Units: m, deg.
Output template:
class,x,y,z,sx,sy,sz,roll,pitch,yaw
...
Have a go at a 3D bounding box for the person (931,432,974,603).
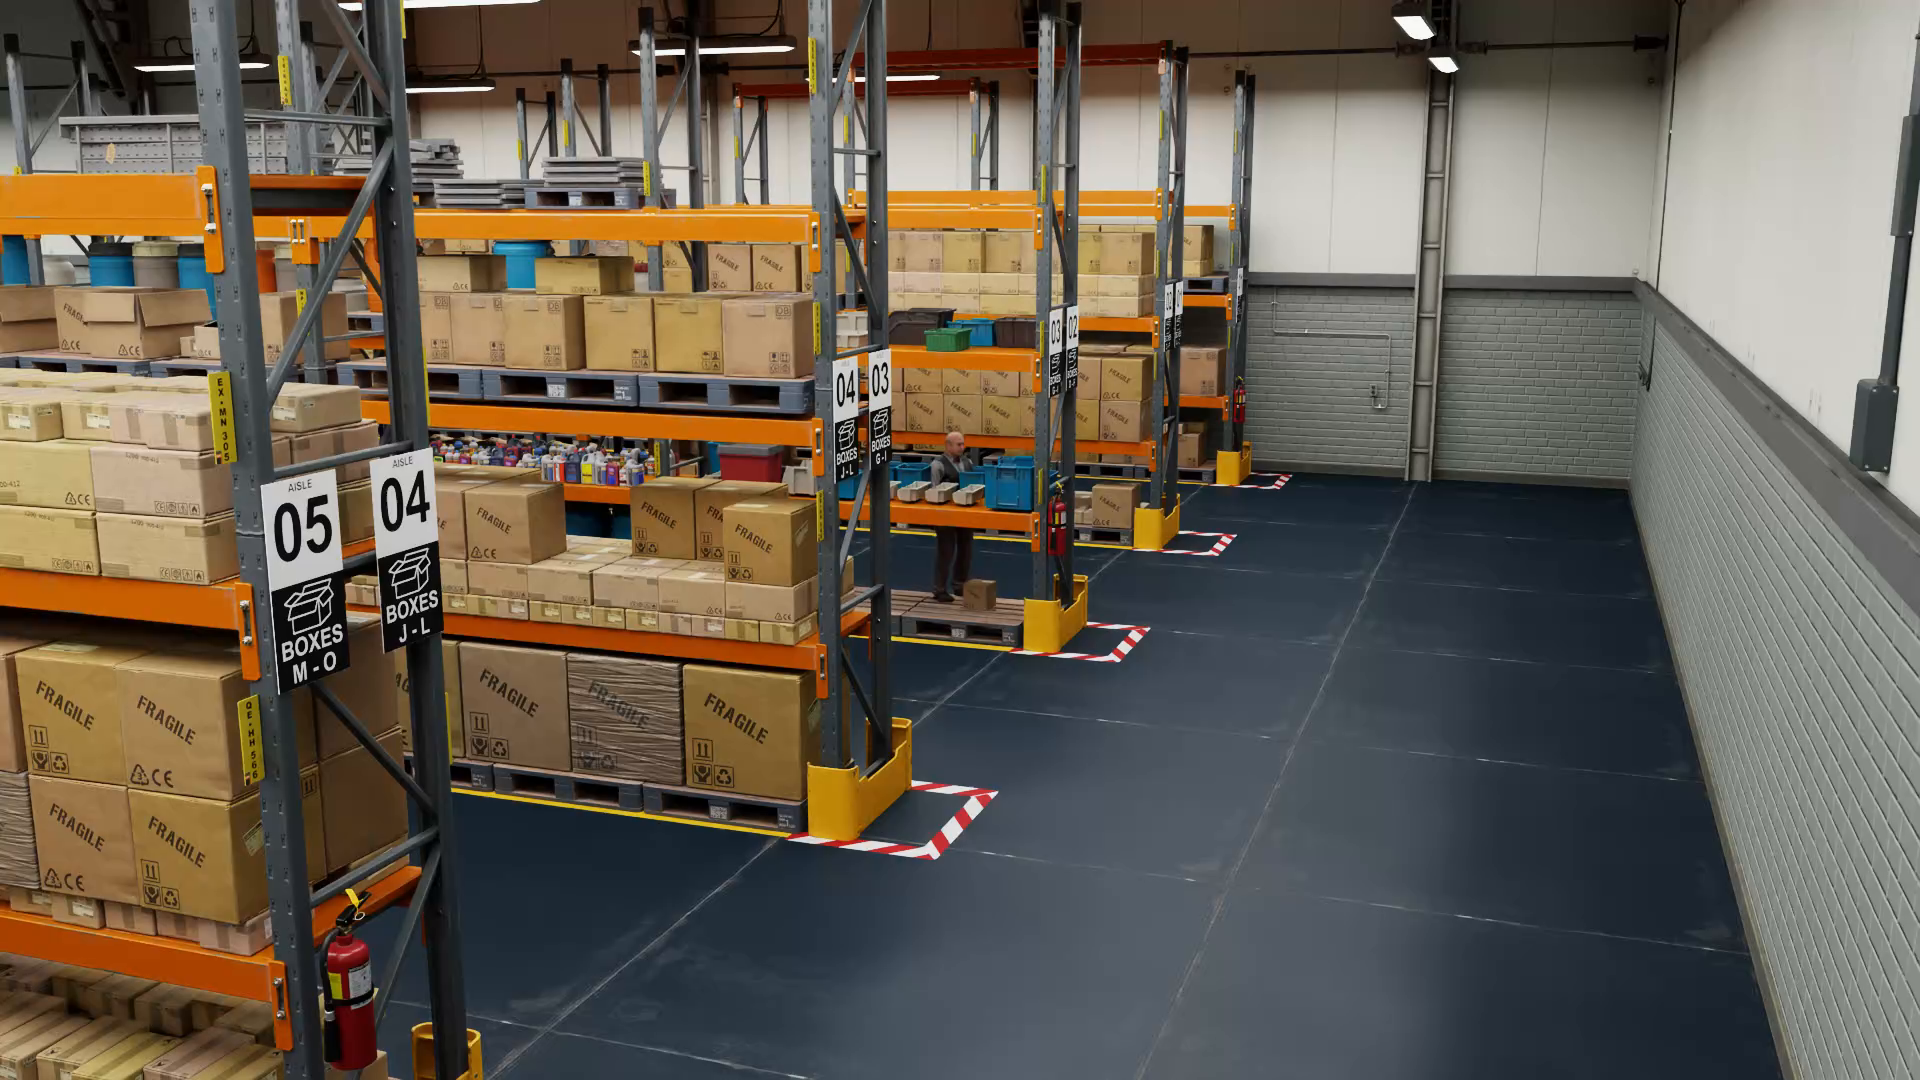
class,x,y,z,sx,sy,sz,roll,pitch,yaw
person,-0.048,-0.244,16.808,0.534,1.714,0.358,-9,15,-37
